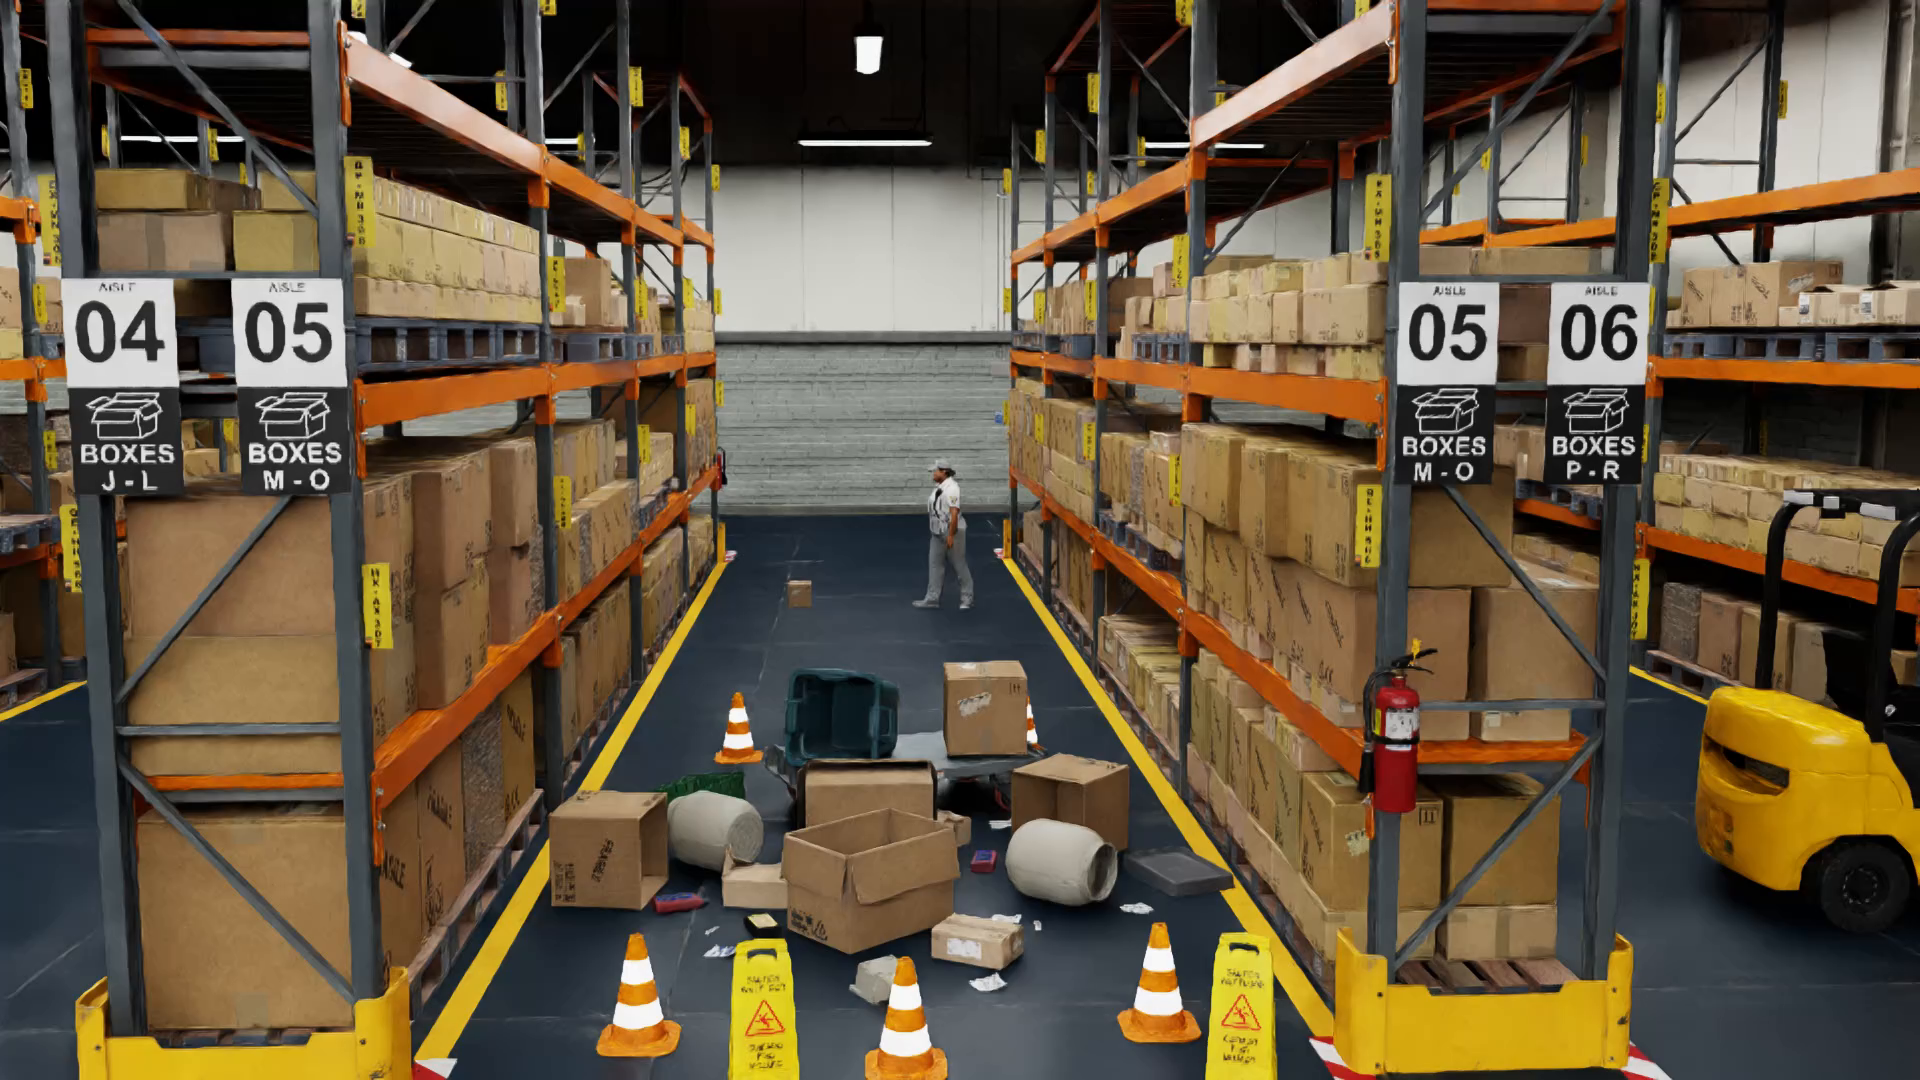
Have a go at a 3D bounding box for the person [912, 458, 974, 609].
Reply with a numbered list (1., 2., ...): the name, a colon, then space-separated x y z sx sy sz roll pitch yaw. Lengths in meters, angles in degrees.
1. person: -0.171 -0.073 18.285 0.616 1.650 0.603 -3 8 -23
